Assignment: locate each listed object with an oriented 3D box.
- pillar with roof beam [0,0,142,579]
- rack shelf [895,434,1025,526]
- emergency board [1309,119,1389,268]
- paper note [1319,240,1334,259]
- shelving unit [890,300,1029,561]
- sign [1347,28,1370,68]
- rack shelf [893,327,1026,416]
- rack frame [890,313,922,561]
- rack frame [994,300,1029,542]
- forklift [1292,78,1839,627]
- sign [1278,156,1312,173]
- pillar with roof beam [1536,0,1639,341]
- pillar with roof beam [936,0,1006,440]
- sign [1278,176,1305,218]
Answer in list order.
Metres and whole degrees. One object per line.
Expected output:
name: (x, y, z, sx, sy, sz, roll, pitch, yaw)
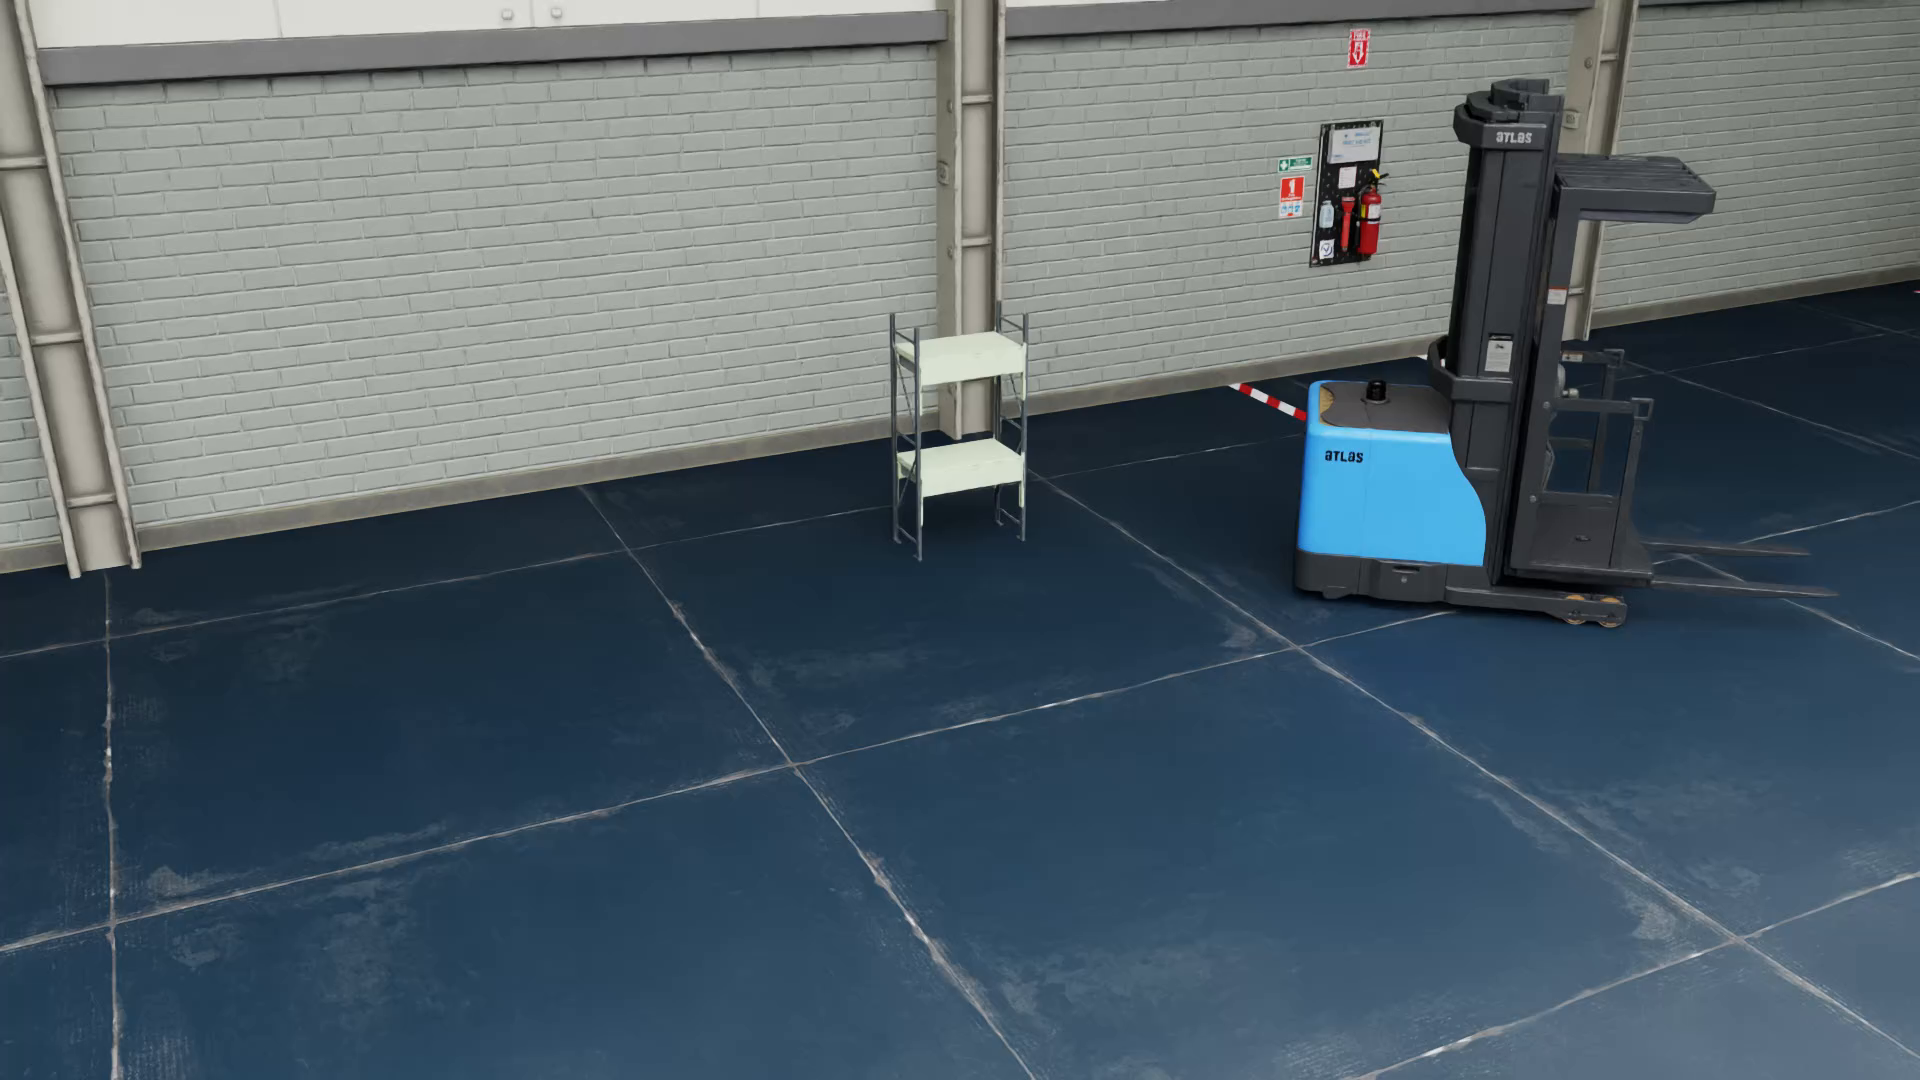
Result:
pillar with roof beam: (-3.464, -2.522, 5.077, 0.400, 9.000, 9.100, -10, 25, -24)
rack shelf: (-0.006, -0.391, 10.585, 0.720, 0.370, 0.431, -10, 25, -24)
emergency board: (3.238, -2.828, 13.659, 0.643, 1.169, 0.194, -10, 25, -24)
paper note: (3.049, -2.415, 13.814, 0.142, 0.148, 0.016, -10, 25, -24)
shelving unit: (-0.006, -0.692, 10.460, 0.755, 1.500, 0.431, -10, 25, -24)
sign: (3.188, -3.932, 13.296, 0.199, 0.298, 0.001, -10, 25, -24)
rack shelf: (-0.006, -1.052, 10.311, 0.720, 0.370, 0.431, -10, 25, -24)
rack frame: (-0.336, -0.631, 10.314, 0.023, 1.500, 0.400, -10, 25, -24)
rack frame: (0.324, -0.753, 10.607, 0.023, 1.500, 0.400, -10, 25, -24)
forklift: (3.556, -1.075, 9.514, 3.031, 2.935, 1.130, 4, 23, 11)
sign: (2.703, -3.031, 13.410, 0.331, 0.109, 0.001, -10, 25, -24)
pillar with roof beam: (7.349, -4.513, 9.886, 0.400, 9.000, 9.100, -10, 25, -24)
pillar with roof beam: (1.942, -3.517, 7.482, 0.400, 9.000, 9.100, -10, 25, -24)
sign: (2.695, -2.788, 13.517, 0.234, 0.329, 0.001, -10, 25, -24)
